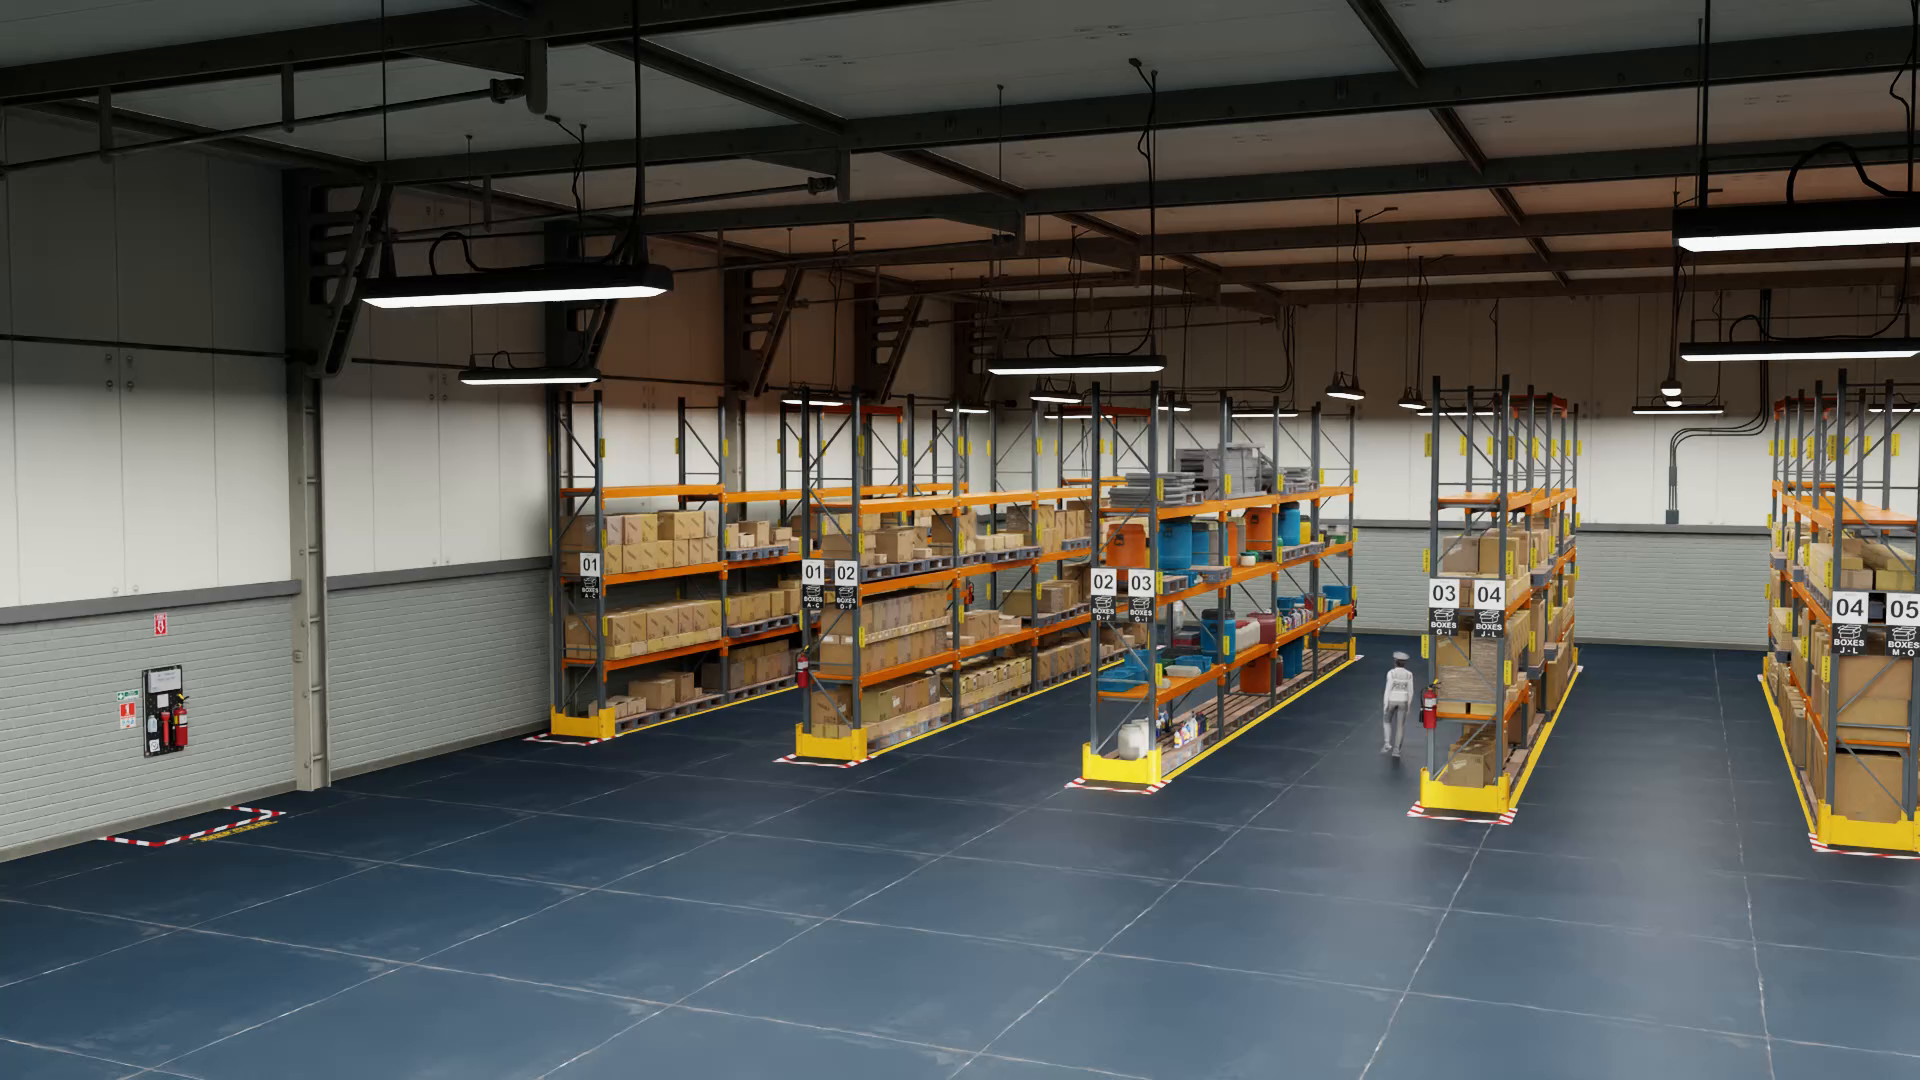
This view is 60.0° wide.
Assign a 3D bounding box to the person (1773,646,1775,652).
[{"bbox_3d":[18.263,2.087,36.861,0.511,1.815,0.565,0,3,-3],"label":"person"}]

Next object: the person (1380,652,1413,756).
[{"bbox_3d":[7.104,2.657,26.939,0.465,1.680,0.452,1,3,14],"label":"person"}]

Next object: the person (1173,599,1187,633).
[{"bbox_3d":[5.507,1.840,42.197,0.522,1.684,0.440,-3,4,-44],"label":"person"}]
